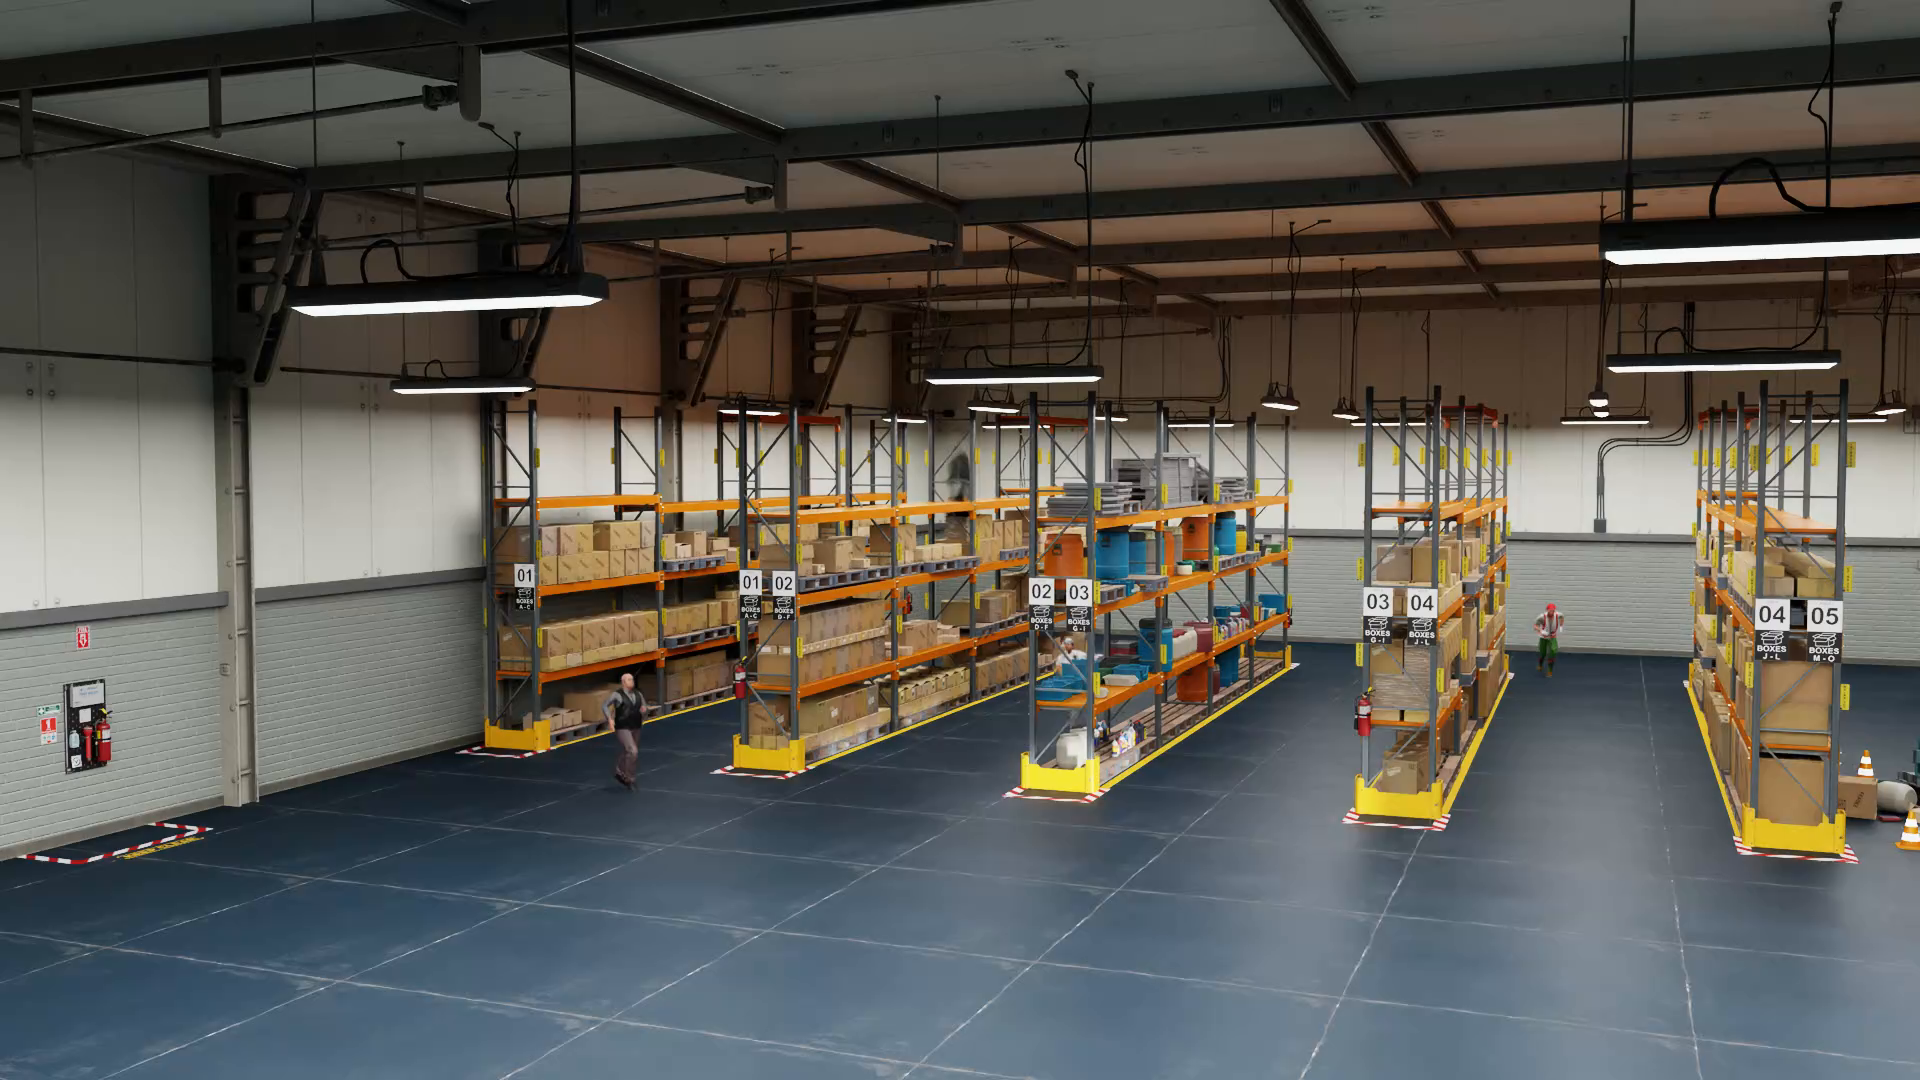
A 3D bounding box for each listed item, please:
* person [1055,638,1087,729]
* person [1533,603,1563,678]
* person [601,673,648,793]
[{"bbox_3d":[2.091,2.652,30.898,0.615,1.680,0.849,2,3,30],"label":"person"},{"bbox_3d":[13.494,2.290,38.240,0.703,1.731,1.057,0,3,3],"label":"person"},{"bbox_3d":[-5.016,2.905,25.115,0.771,1.785,0.628,2,4,37],"label":"person"}]
